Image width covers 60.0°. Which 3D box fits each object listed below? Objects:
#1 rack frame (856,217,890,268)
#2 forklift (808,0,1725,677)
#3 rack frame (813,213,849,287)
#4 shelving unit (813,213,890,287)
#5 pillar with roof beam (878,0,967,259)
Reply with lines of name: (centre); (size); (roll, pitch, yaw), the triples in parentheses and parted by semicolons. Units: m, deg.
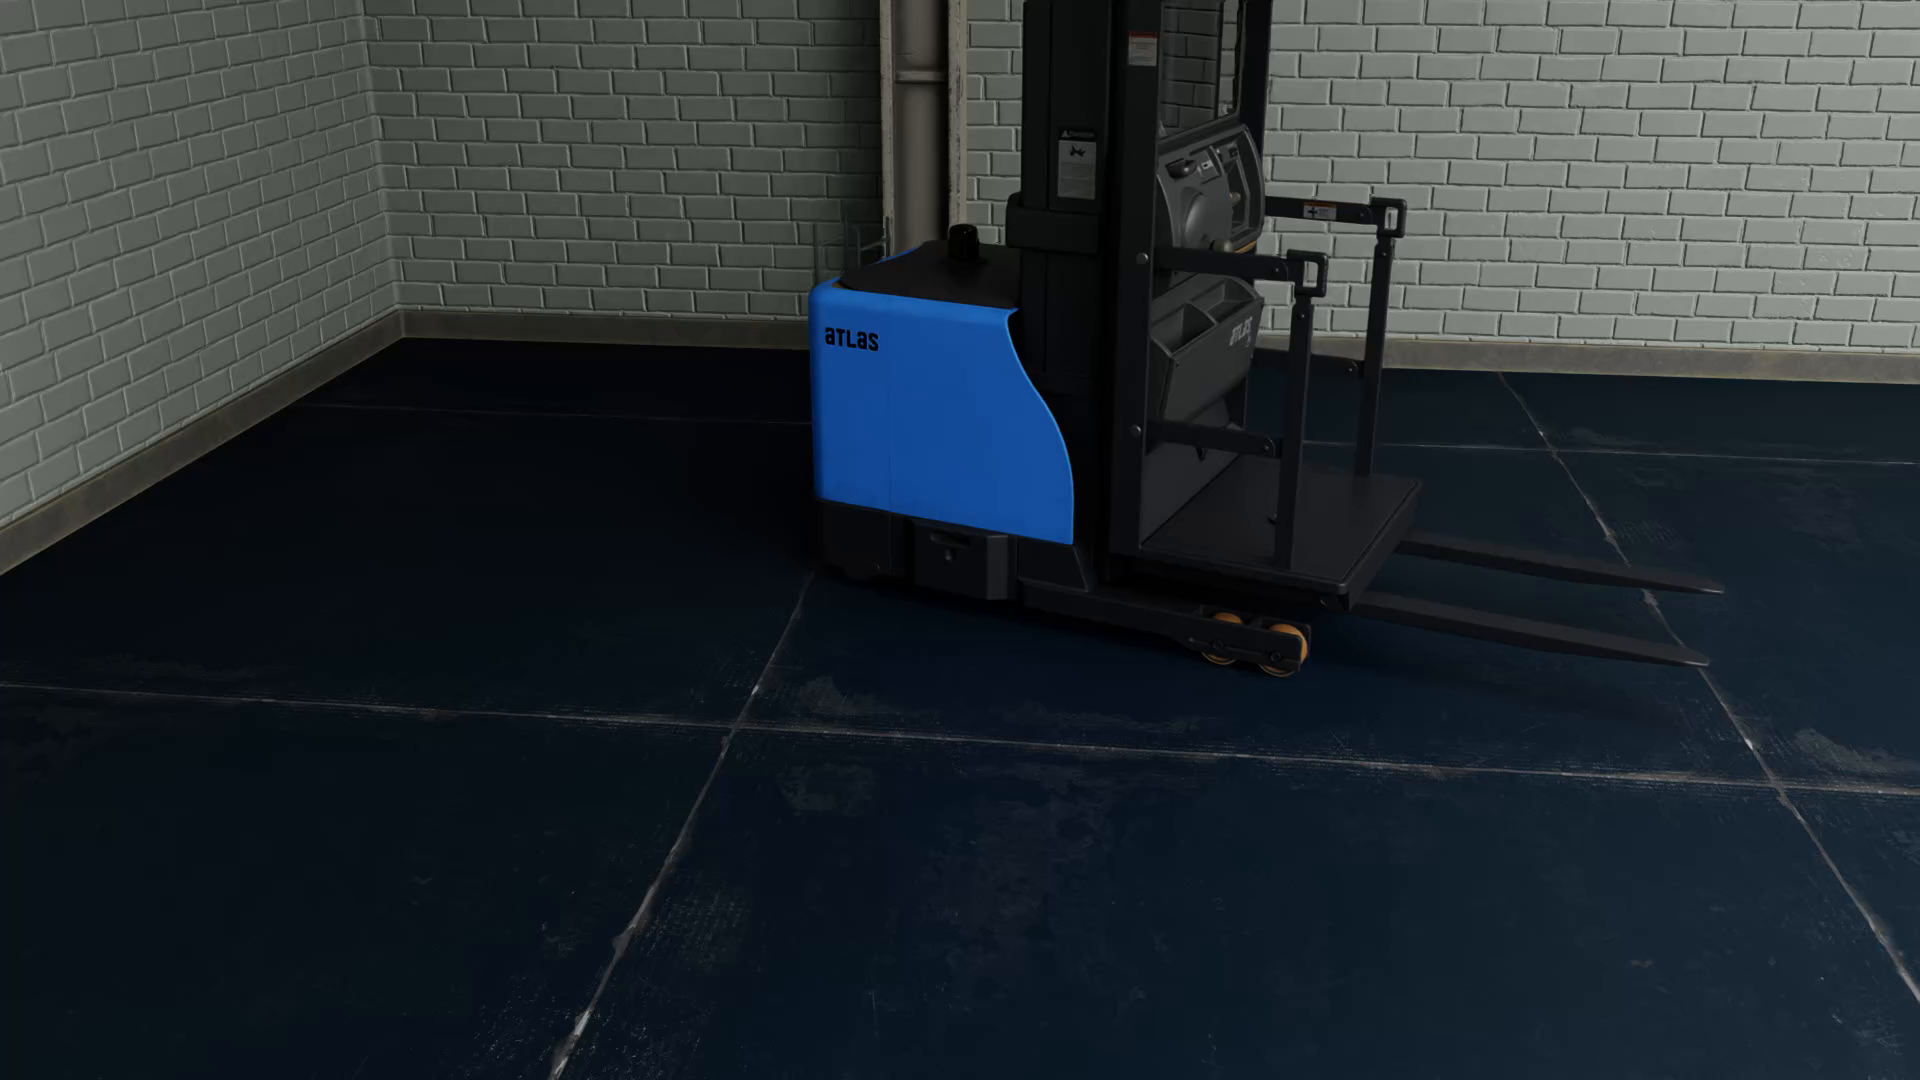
rack frame: (-0.322, -0.617, 6.369); (0.006, 1.200, 0.240); (11, 24, 25)
forklift: (1.007, -1.148, 5.356); (3.031, 2.935, 1.130); (11, 24, 25)
rack frame: (-0.485, -0.648, 6.446); (0.006, 1.200, 0.240); (11, 24, 25)
shelving unit: (-0.403, -0.633, 6.408); (0.189, 1.200, 0.258); (11, 24, 25)
pillar with roof beam: (-0.688, -3.577, 3.247); (0.400, 9.000, 9.100); (2, 22, 6)
